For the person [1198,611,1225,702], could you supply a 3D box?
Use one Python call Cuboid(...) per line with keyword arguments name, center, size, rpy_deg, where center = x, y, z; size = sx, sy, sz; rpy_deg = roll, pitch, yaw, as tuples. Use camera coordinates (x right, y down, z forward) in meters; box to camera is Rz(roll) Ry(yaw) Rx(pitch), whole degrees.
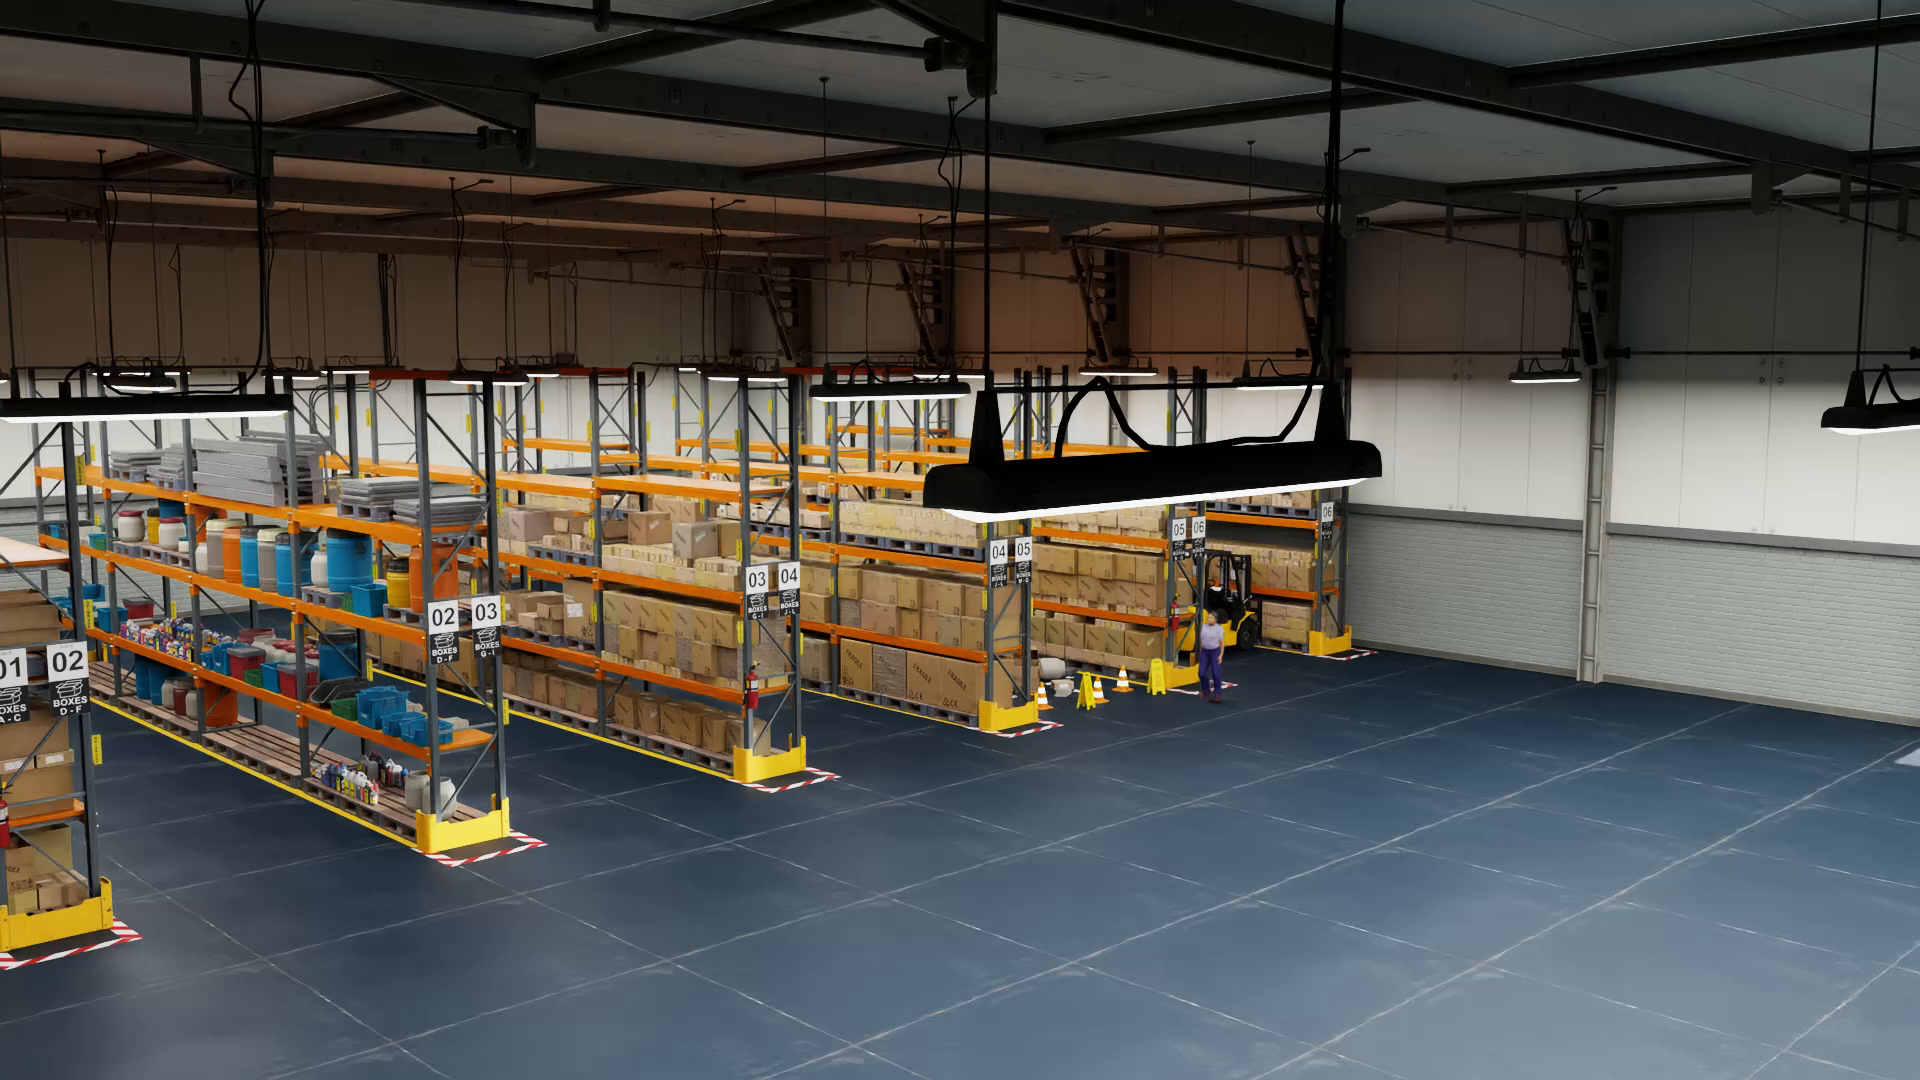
Cuboid(name="person", center=(4.582, 2.146, 30.196), size=(0.521, 1.745, 0.382), rpy_deg=(5, 8, 37))
